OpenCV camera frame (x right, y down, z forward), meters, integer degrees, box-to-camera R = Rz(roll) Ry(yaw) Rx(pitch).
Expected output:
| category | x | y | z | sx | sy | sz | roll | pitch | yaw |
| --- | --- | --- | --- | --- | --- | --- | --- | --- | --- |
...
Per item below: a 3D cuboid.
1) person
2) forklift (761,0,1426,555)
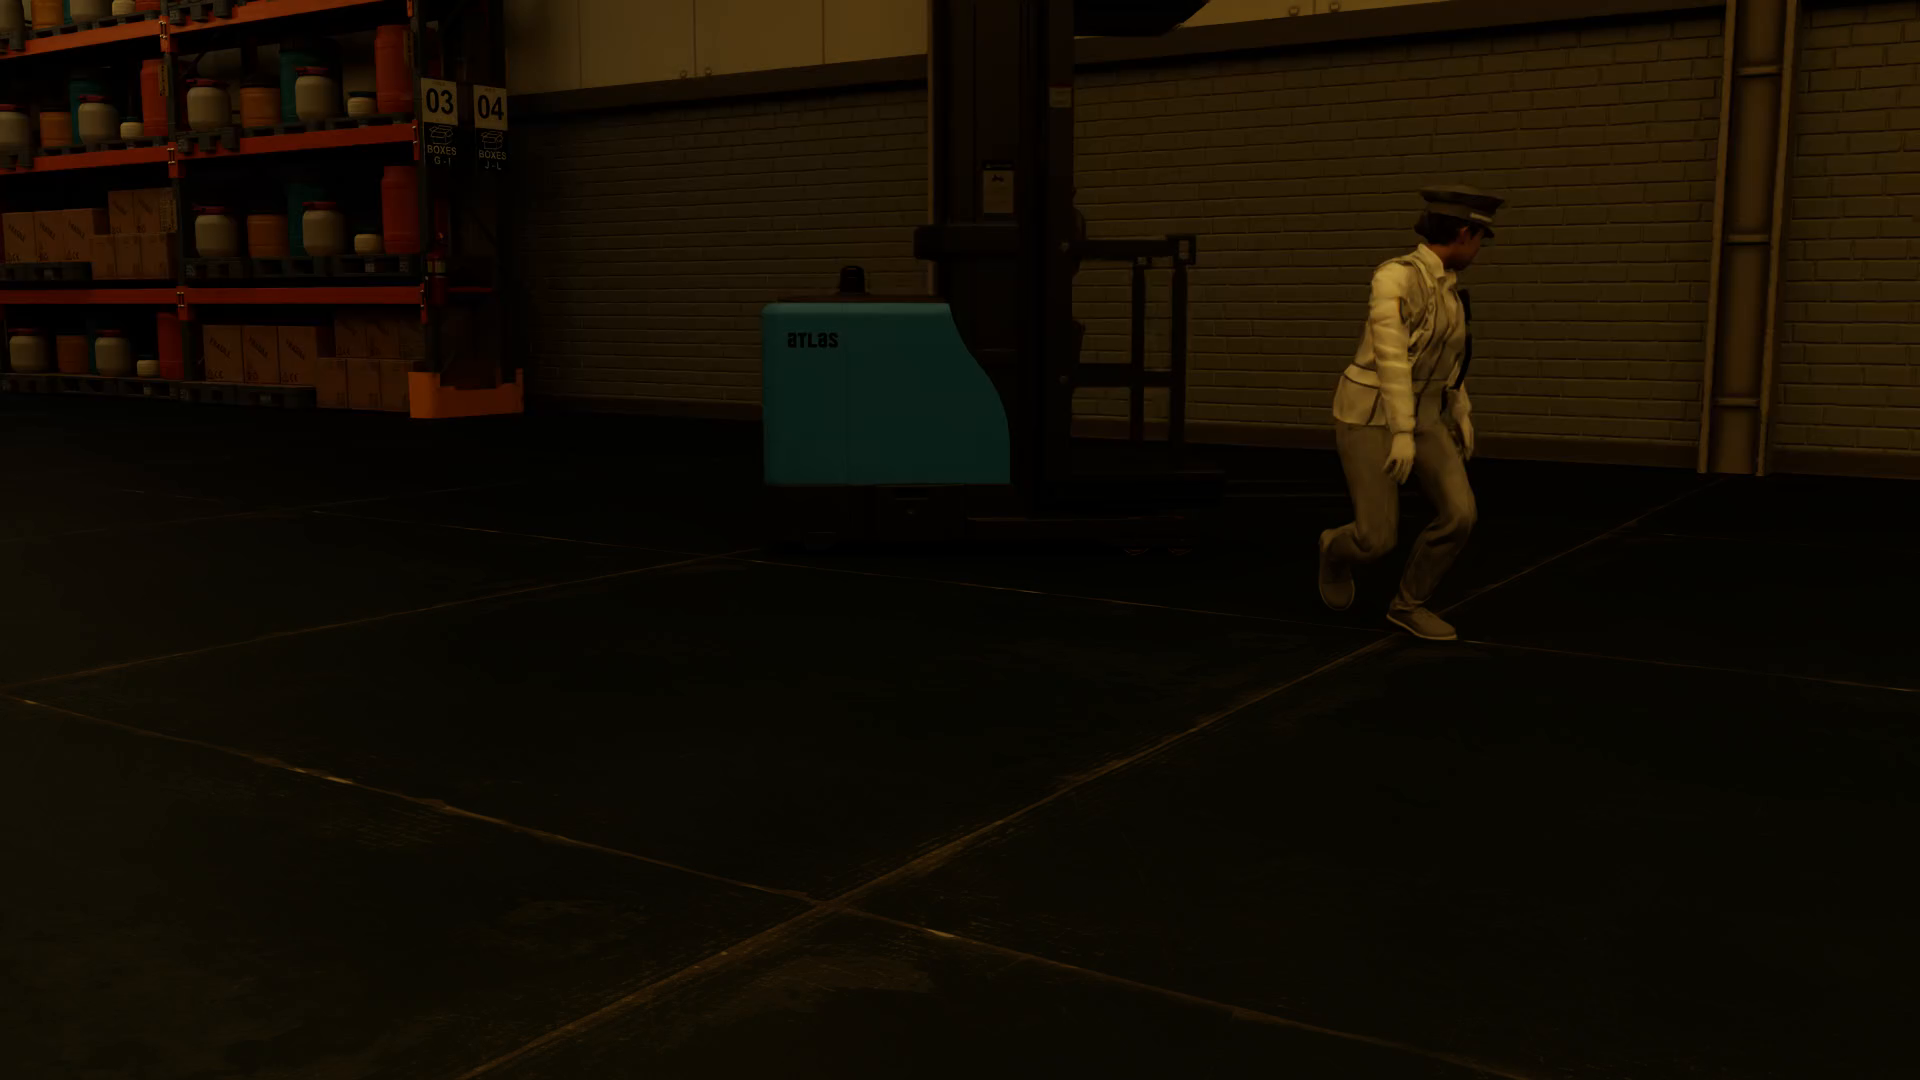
| category | x | y | z | sx | sy | sz | roll | pitch | yaw |
| --- | --- | --- | --- | --- | --- | --- | --- | --- | --- |
| person | 1.461 | -0.415 | 5.441 | 0.635 | 1.456 | 0.666 | -4 | 9 | -28 |
| forklift | 0.631 | -1.460 | 7.460 | 3.031 | 2.935 | 1.130 | -1 | 8 | -4 |
